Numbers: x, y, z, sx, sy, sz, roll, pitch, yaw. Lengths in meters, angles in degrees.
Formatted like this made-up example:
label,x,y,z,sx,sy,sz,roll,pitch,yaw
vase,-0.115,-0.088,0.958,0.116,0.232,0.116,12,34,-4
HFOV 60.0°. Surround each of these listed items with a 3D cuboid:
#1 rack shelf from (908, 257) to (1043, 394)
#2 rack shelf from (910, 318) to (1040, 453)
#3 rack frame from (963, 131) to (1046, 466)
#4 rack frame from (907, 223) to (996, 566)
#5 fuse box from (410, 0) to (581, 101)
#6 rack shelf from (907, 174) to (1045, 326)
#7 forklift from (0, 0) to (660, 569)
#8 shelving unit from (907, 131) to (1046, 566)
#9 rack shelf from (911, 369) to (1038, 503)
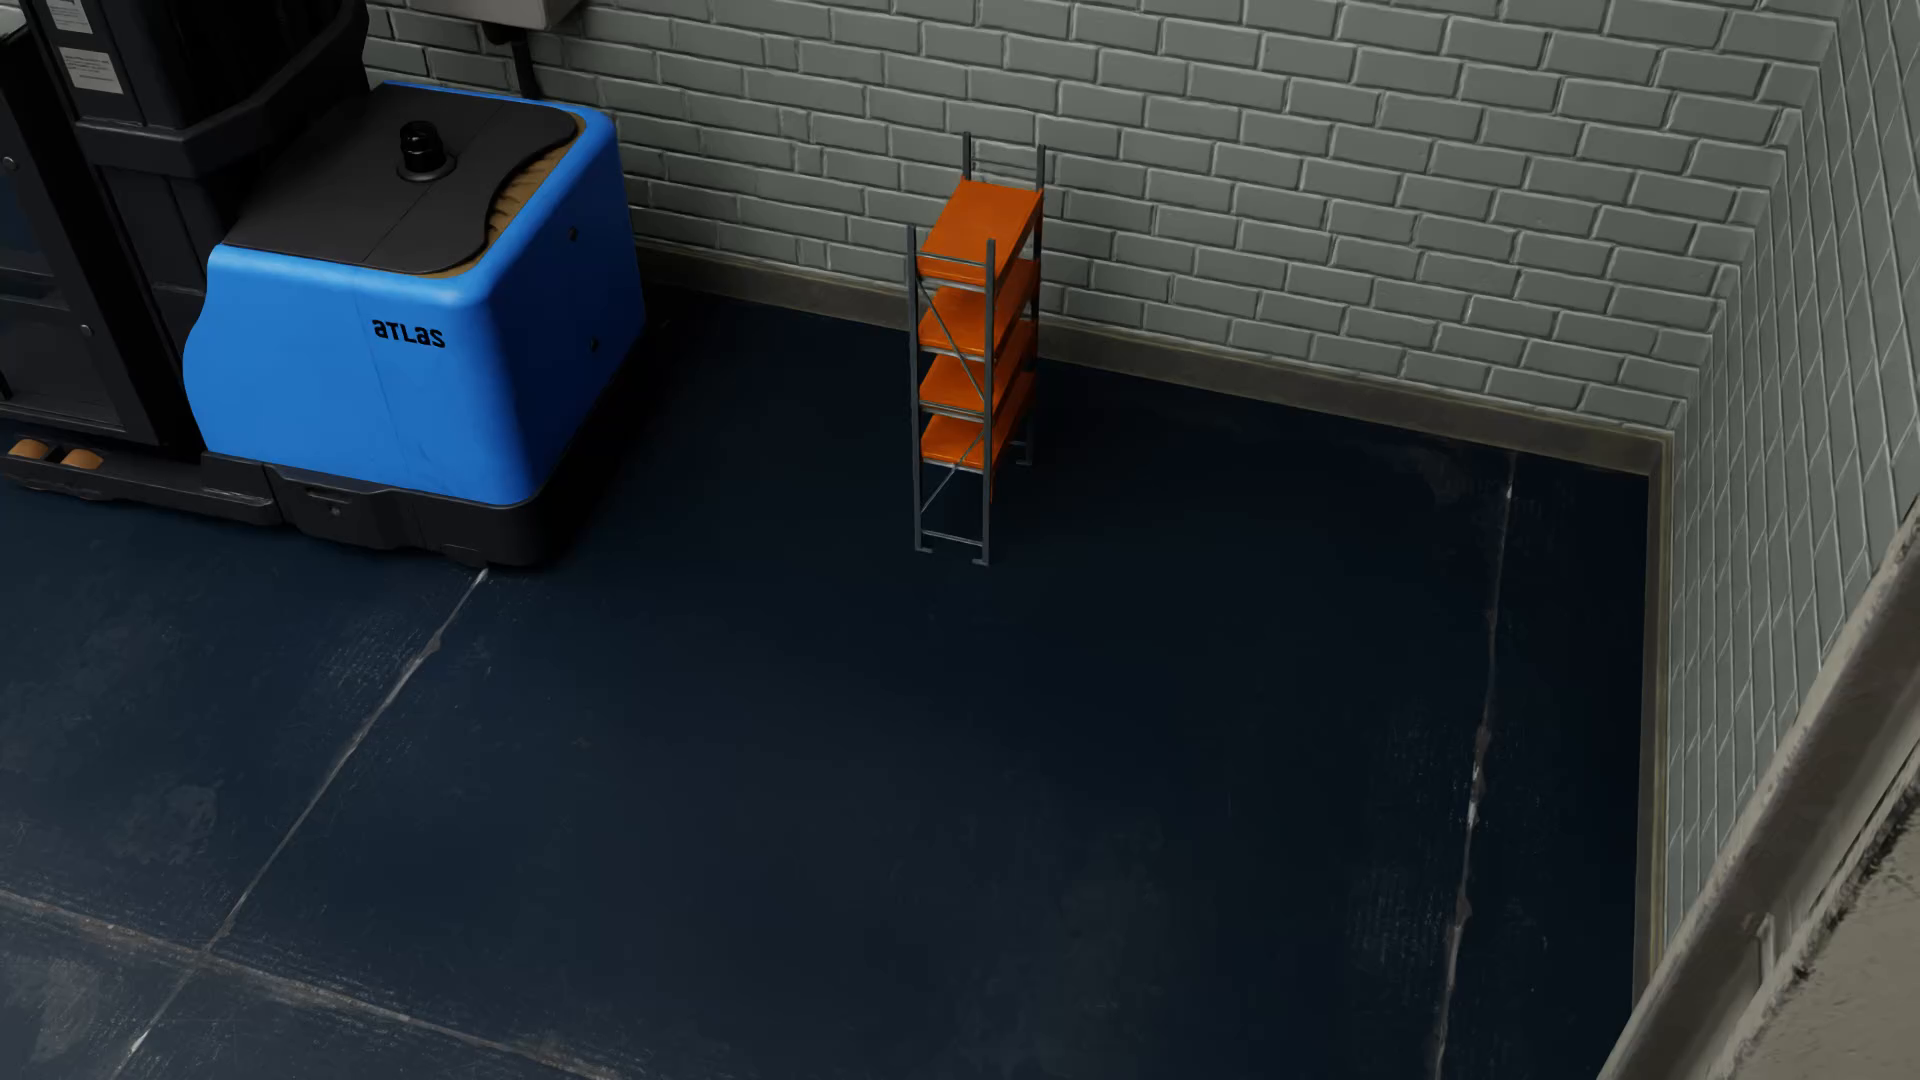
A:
label,x,y,z,sx,sy,sz,roll,pitch,yaw
rack shelf,0.050,-0.651,4.834,0.258,0.148,0.480,13,46,13
rack shelf,0.050,-0.491,4.990,0.258,0.148,0.480,13,46,13
rack frame,0.124,-0.702,5.109,0.240,1.200,0.015,13,46,13
rack frame,-0.024,-0.377,4.777,0.240,1.200,0.015,13,46,13
fuse box,-1.511,-1.529,5.589,0.539,1.711,0.414,13,46,13
rack shelf,0.050,-0.820,4.668,0.258,0.148,0.480,13,46,13
forklift,-2.606,-1.523,4.710,3.031,2.935,1.130,10,45,10
shelving unit,0.050,-0.539,4.943,0.258,1.200,0.503,13,46,13
rack shelf,0.050,-0.349,5.129,0.258,0.148,0.480,13,46,13
